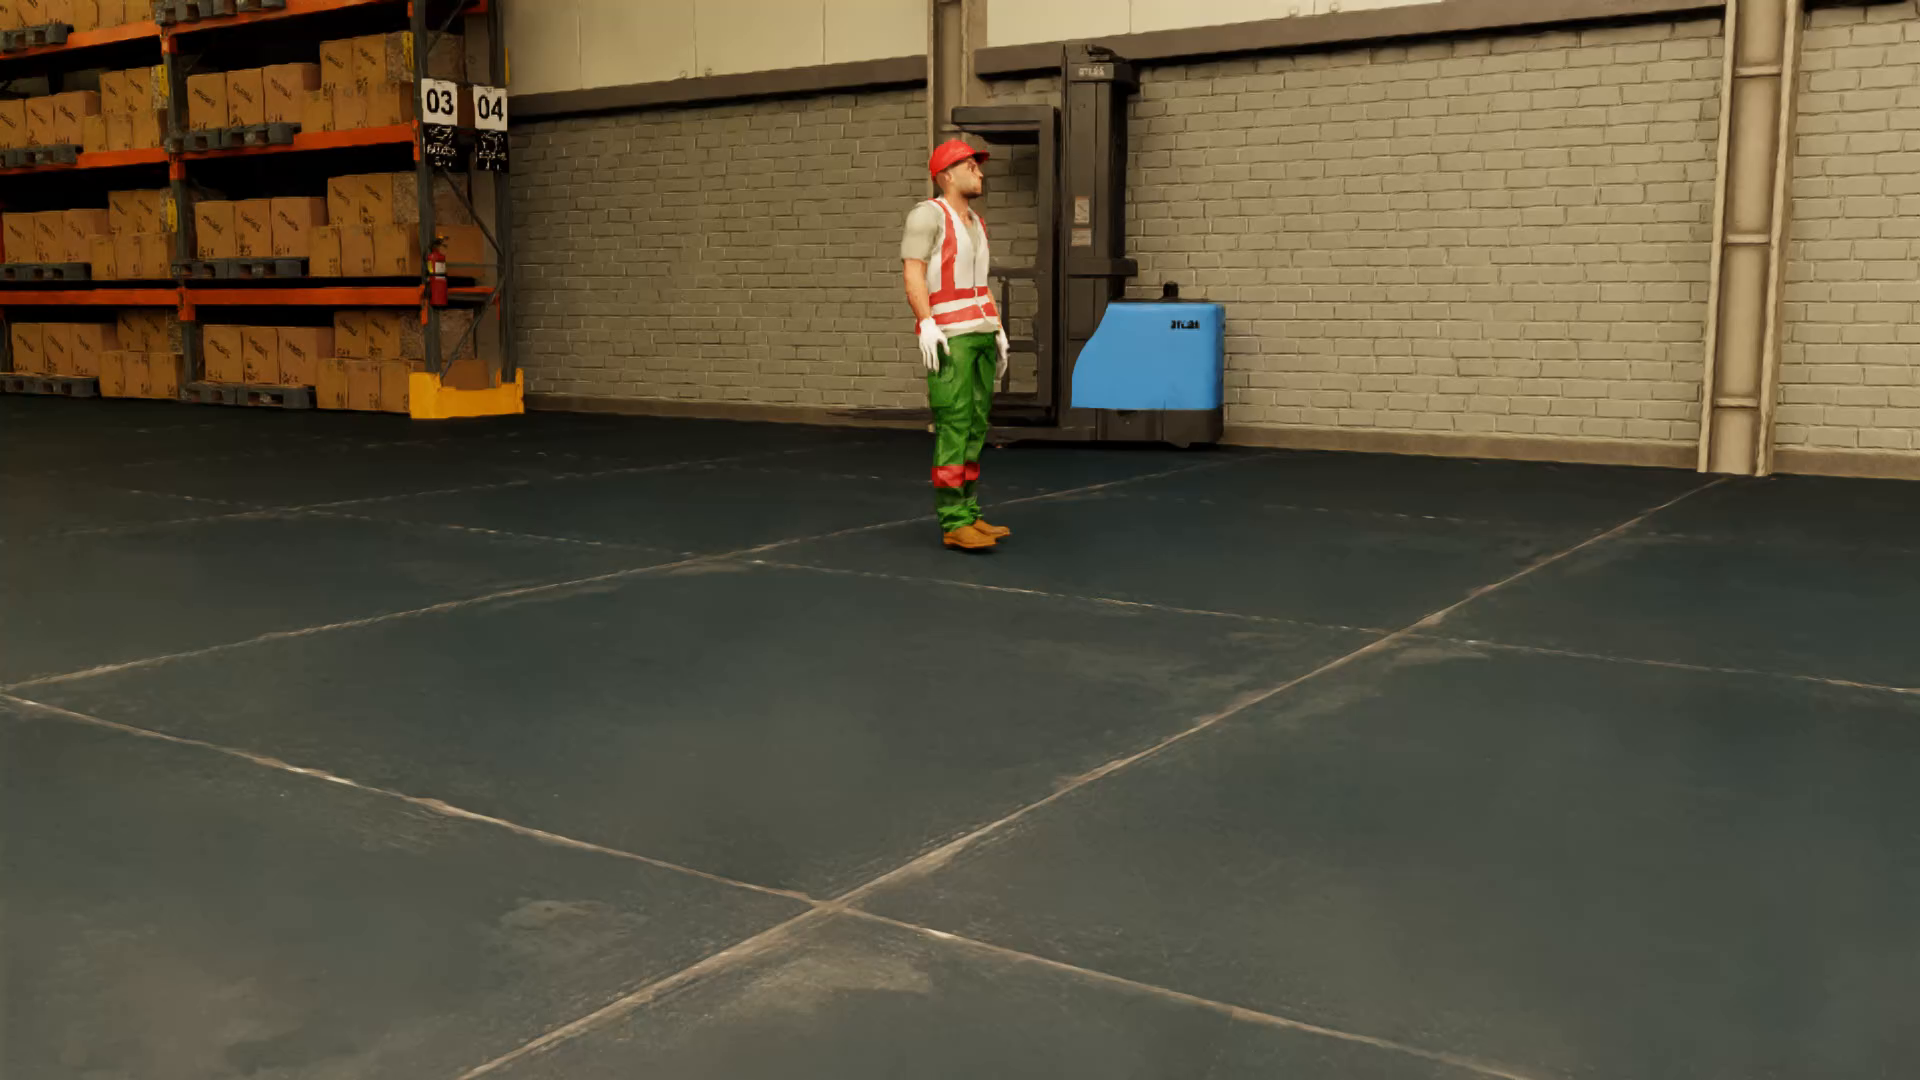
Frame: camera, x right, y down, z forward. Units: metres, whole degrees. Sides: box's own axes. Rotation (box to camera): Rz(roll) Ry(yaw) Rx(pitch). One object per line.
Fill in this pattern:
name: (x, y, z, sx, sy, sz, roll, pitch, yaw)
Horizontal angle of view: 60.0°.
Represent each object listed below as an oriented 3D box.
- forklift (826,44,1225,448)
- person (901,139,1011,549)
forklift: (0.504, -2.209, 12.729, 3.031, 2.935, 1.130, 2, 8, 14)
person: (0.061, -0.885, 7.423, 0.563, 1.787, 0.637, 5, 10, 34)
